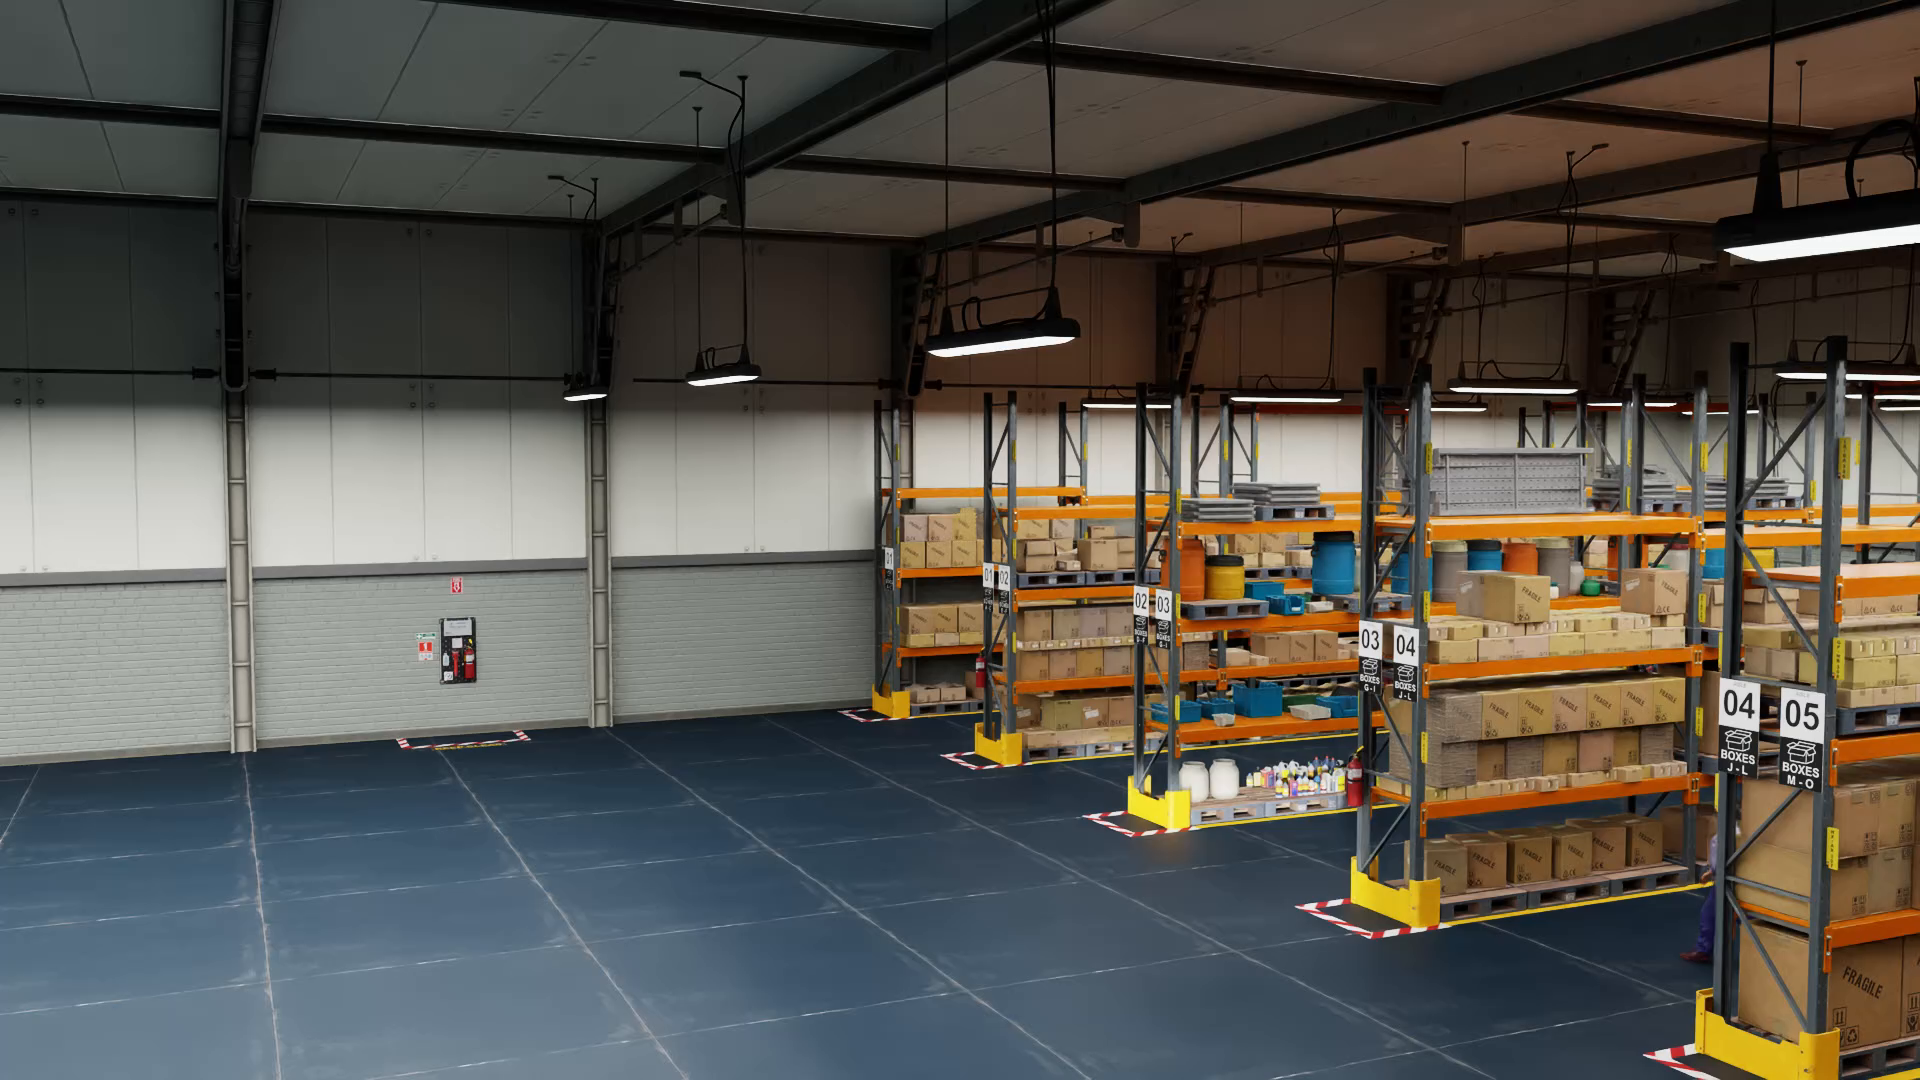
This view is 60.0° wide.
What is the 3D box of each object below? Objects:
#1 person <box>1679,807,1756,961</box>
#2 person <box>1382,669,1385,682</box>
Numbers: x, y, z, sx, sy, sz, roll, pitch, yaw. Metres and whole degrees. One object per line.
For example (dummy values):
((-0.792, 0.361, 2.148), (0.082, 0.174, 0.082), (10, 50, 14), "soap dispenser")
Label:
((7.689, 3.384, 16.570), (1.038, 1.590, 0.534), (0, 3, 5), "person")
((8.465, 2.336, 33.675), (1.099, 1.713, 0.596), (-2, 4, -27), "person")
